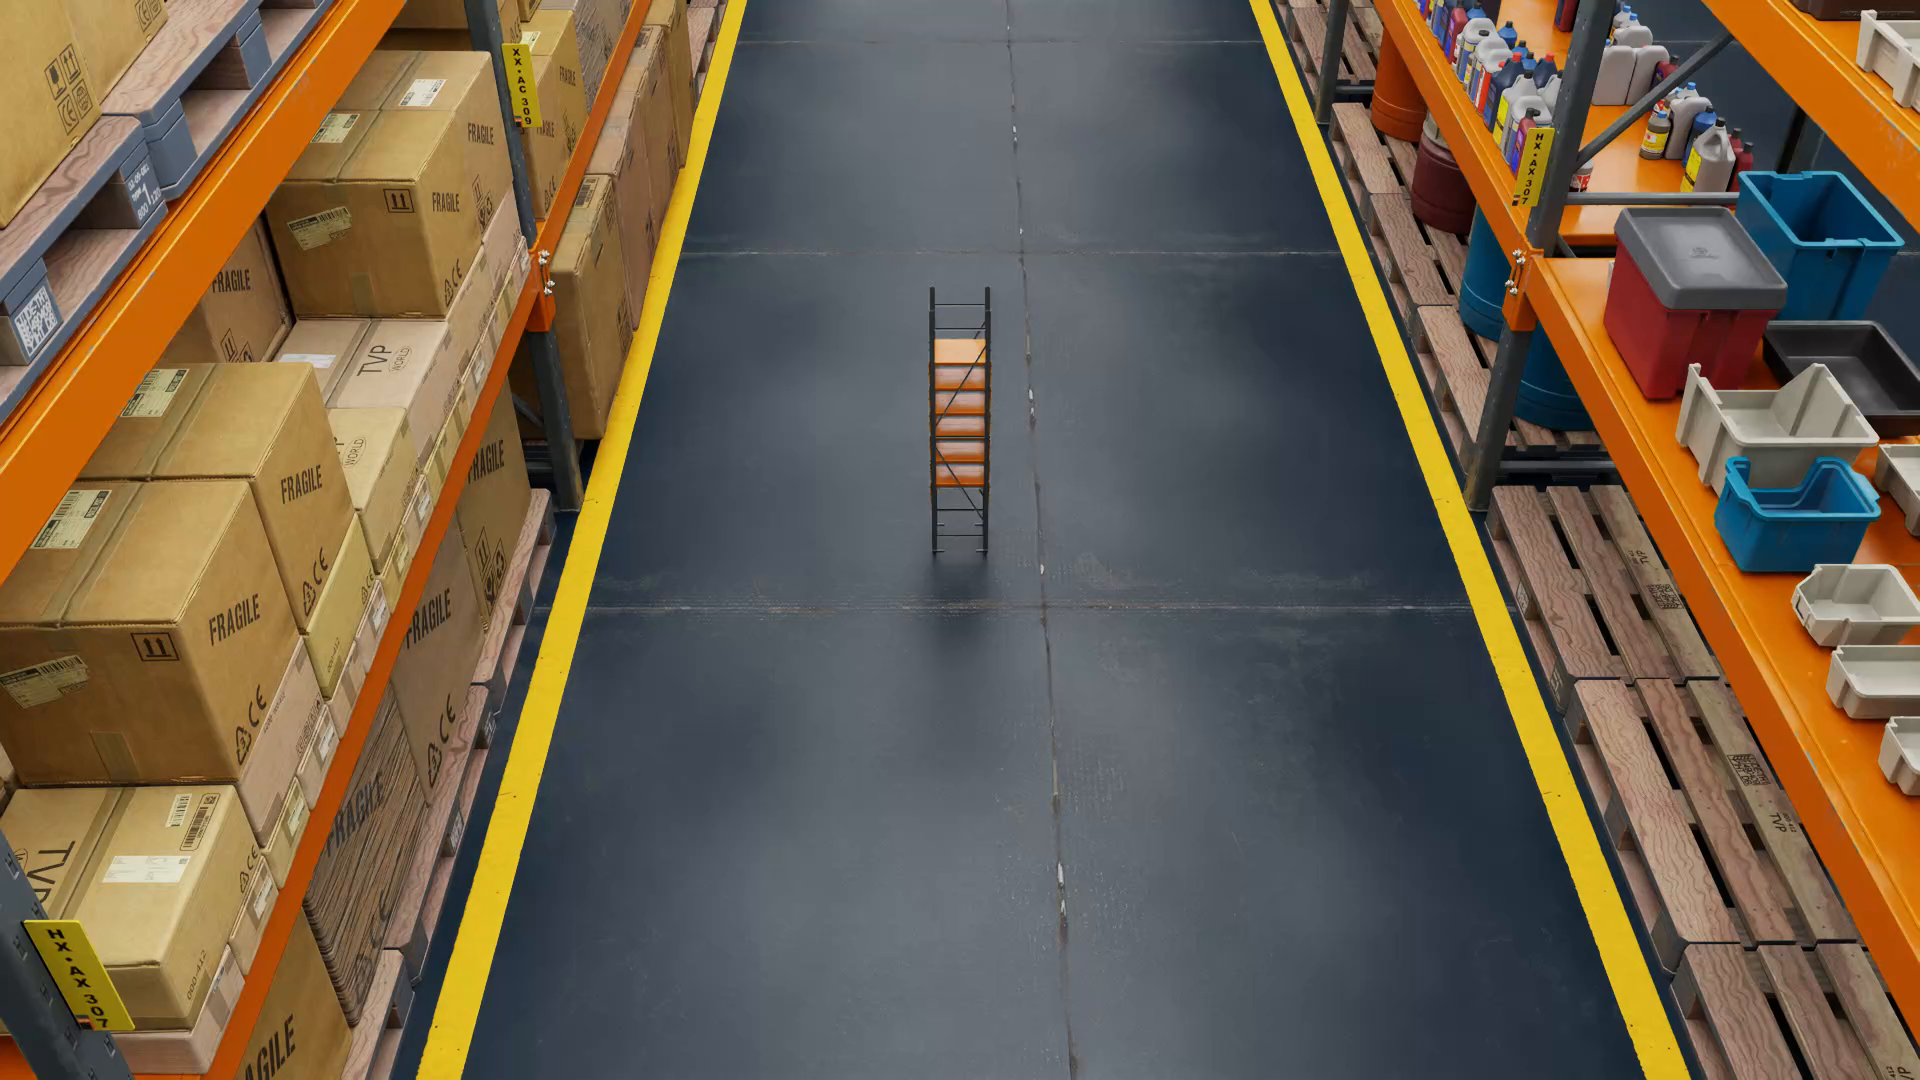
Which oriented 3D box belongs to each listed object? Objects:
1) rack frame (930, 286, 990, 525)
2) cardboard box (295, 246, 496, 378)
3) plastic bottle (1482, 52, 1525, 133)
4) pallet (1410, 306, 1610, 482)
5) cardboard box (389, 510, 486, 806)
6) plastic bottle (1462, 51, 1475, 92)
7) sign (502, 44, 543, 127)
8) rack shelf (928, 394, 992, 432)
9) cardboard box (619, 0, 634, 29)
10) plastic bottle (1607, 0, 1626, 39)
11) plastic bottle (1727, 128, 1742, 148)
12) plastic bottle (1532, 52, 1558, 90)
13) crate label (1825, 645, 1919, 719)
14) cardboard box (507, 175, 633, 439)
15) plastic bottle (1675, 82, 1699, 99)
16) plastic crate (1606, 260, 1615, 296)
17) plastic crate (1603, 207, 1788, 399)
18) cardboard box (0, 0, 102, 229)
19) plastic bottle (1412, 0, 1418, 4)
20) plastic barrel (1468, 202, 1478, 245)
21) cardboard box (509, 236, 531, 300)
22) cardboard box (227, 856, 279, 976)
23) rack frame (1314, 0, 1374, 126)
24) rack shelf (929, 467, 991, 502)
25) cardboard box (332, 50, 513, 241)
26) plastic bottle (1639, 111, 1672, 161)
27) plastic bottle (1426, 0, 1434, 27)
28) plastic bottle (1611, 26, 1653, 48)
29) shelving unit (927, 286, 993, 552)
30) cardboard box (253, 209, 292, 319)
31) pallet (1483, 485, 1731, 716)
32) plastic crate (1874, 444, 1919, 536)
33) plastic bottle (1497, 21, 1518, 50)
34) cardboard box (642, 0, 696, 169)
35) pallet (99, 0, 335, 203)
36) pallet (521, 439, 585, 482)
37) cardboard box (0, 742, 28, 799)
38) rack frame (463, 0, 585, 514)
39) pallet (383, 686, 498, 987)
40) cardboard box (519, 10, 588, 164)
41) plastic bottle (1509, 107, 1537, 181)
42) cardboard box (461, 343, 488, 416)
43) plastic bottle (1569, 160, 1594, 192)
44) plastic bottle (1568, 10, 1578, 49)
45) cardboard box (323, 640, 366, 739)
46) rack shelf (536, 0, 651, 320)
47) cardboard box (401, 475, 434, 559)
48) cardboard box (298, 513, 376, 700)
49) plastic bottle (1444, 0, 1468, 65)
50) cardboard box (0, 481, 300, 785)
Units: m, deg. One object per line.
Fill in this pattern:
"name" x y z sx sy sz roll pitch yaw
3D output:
"rack frame" 0.000 -0.534 6.957 0.240 1.200 0.006 0 39 0
"cardboard box" -1.924 -0.784 5.711 0.500 0.250 0.500 1 39 1
"plastic bottle" 2.435 -2.000 7.386 0.144 0.351 0.185 0 39 0
"pallet" 2.804 -0.723 7.984 1.003 0.211 1.213 0 39 0
"cardboard box" -2.268 0.315 5.821 0.875 0.875 0.875 0 39 0
"plastic bottle" 2.411 -2.198 7.753 0.097 0.201 0.097 0 39 0
"sign" -1.635 -1.696 6.212 0.100 0.325 0.005 0 39 0
"rack shelf" 0.000 -0.536 6.839 0.258 0.103 0.180 0 39 0
"cardboard box" -1.948 -2.921 8.416 0.500 0.500 0.500 -1 39 -2
"plastic bottle" 3.146 -2.545 8.067 0.144 0.351 0.185 0 39 0
"plastic bottle" 3.189 -1.597 6.937 0.061 0.283 0.133 0 39 0
"plastic bottle" 2.579 -2.000 7.387 0.144 0.351 0.185 0 39 0
"crate label" 2.575 0.387 4.532 0.396 0.136 0.243 0 39 0
"cardboard box" -2.211 -1.060 7.538 1.225 0.875 0.875 0 39 0
"plastic bottle" 3.170 -1.870 7.288 0.097 0.271 0.097 0 39 0
"plastic crate" 2.621 -0.958 6.210 0.396 0.136 0.243 0 39 0
"plastic crate" 2.513 -0.819 5.774 0.402 0.464 0.583 0 39 0
"cardboard box" -2.120 -0.914 3.097 0.700 0.500 0.500 -1 39 -2
"plastic bottle" 2.409 -2.920 8.598 0.097 0.271 0.097 0 39 0
"plastic barrel" 2.867 -1.658 8.574 0.421 0.512 0.421 0 39 0
"cardboard box" -1.862 -1.037 6.346 0.380 0.149 0.250 0 39 0
"cardboard box" -1.857 0.891 3.940 0.380 0.149 0.250 -1 39 -1
"rack frame" 2.758 -3.830 9.631 1.000 3.000 0.127 0 39 0
"rack shelf" 0.000 -0.255 7.064 0.258 0.103 0.180 0 39 0
"cardboard box" -1.922 -1.388 5.866 0.500 0.500 0.500 1 39 1
"plastic bottle" 3.018 -1.758 7.204 0.097 0.201 0.097 0 39 0
"plastic bottle" 2.410 -2.715 8.342 0.097 0.271 0.097 0 39 0
"plastic bottle" 3.142 -2.294 7.814 0.152 0.276 0.135 0 39 0
"shelving unit" 0.000 -0.477 6.886 0.258 1.200 0.189 0 39 0
"cardboard box" -2.452 -1.068 5.466 0.500 0.500 0.500 0 39 0
"pallet" 2.803 0.219 6.808 1.003 0.211 1.213 0 39 0
"plastic crate" 3.066 -0.161 5.215 0.293 0.136 0.466 0 39 0
"plastic bottle" 2.563 -2.310 7.837 0.097 0.271 0.097 0 39 0
"cardboard box" -2.214 -2.730 9.621 1.225 0.875 0.875 -2 39 -2
"pallet" -2.201 -1.189 4.007 1.003 0.211 1.213 0 39 0
"pallet" -2.266 -0.720 7.979 1.003 0.211 1.213 0 39 0
"cardboard box" -2.451 0.498 4.112 0.500 0.250 0.500 -1 39 -1
"rack frame" -2.190 -1.325 6.505 1.000 3.000 0.127 0 39 0
"pallet" -2.263 1.003 5.830 1.003 0.211 1.213 0 39 0
"cardboard box" -1.942 -1.967 7.226 0.500 0.500 0.500 0 39 0
"plastic bottle" 2.393 -1.674 7.034 0.061 0.283 0.133 0 39 0
"cardboard box" -1.861 -0.555 5.744 0.380 0.149 0.250 1 39 1
"plastic bottle" 2.564 -1.509 6.894 0.097 0.201 0.097 0 39 0
"plastic bottle" 3.025 -2.487 8.057 0.097 0.271 0.097 0 39 0
"cardboard box" -1.859 0.409 4.542 0.380 0.149 0.250 -1 39 -1
"rack shelf" -2.192 -2.295 8.291 1.077 0.370 4.000 0 39 0
"cardboard box" -1.861 -0.074 5.145 0.380 0.149 0.250 1 39 1
"cardboard box" -1.920 0.179 4.510 0.500 0.250 0.500 -1 39 -2
"plastic bottle" 2.392 -2.447 7.999 0.061 0.283 0.133 0 39 0
"cardboard box" -1.916 0.213 3.868 0.500 0.500 0.500 -1 39 -1
